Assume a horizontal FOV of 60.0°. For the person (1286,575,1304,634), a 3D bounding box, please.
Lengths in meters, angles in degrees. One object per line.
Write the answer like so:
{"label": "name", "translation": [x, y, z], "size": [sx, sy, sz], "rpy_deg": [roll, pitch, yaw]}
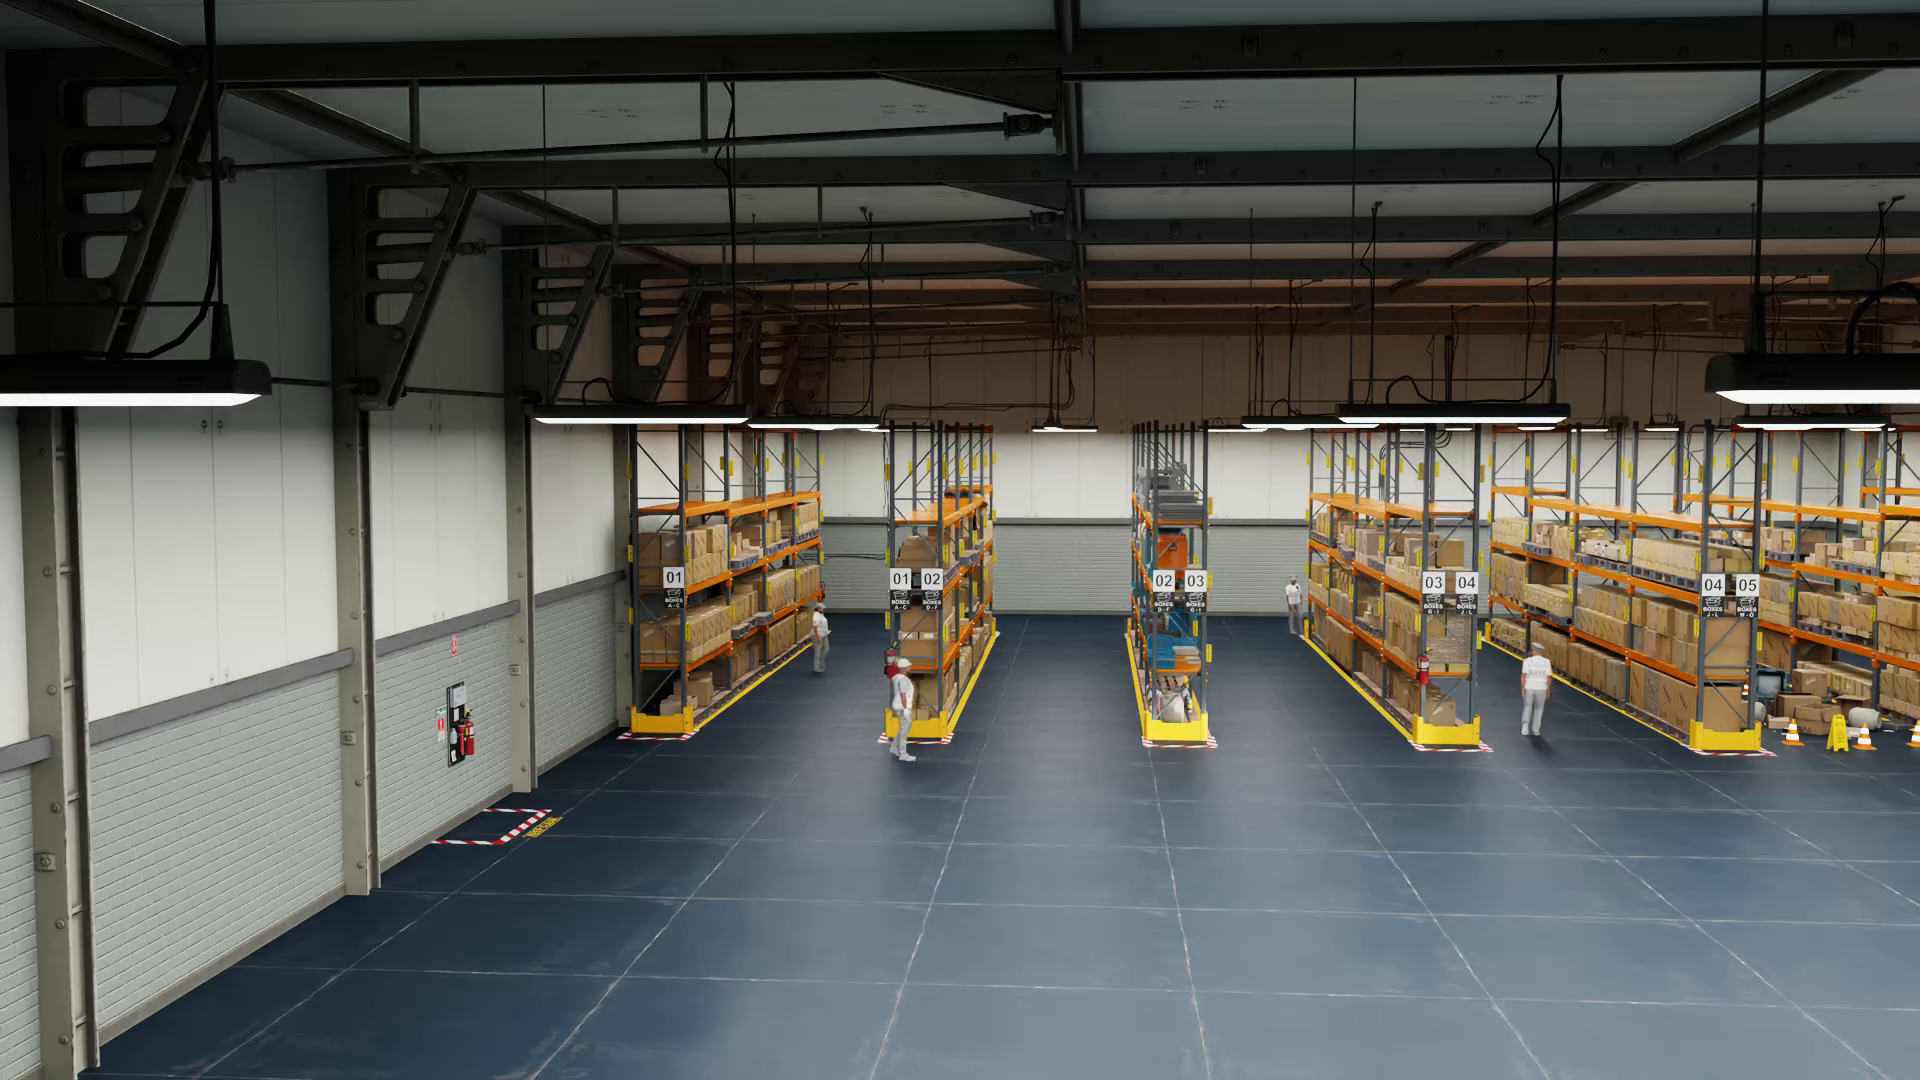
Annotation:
{"label": "person", "translation": [9.685, 1.866, 47.782], "size": [0.634, 1.715, 0.389], "rpy_deg": [0, 4, -4]}

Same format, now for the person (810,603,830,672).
{"label": "person", "translation": [-3.418, 2.387, 40.295], "size": [0.395, 1.735, 0.565], "rpy_deg": [2, 4, 23]}

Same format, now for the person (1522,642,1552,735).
{"label": "person", "translation": [10.922, 2.833, 31.517], "size": [0.519, 1.775, 0.501], "rpy_deg": [2, 4, 34]}

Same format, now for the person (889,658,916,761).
{"label": "person", "translation": [-1.005, 2.985, 29.300], "size": [0.428, 1.799, 0.654], "rpy_deg": [-1, 4, -11]}
